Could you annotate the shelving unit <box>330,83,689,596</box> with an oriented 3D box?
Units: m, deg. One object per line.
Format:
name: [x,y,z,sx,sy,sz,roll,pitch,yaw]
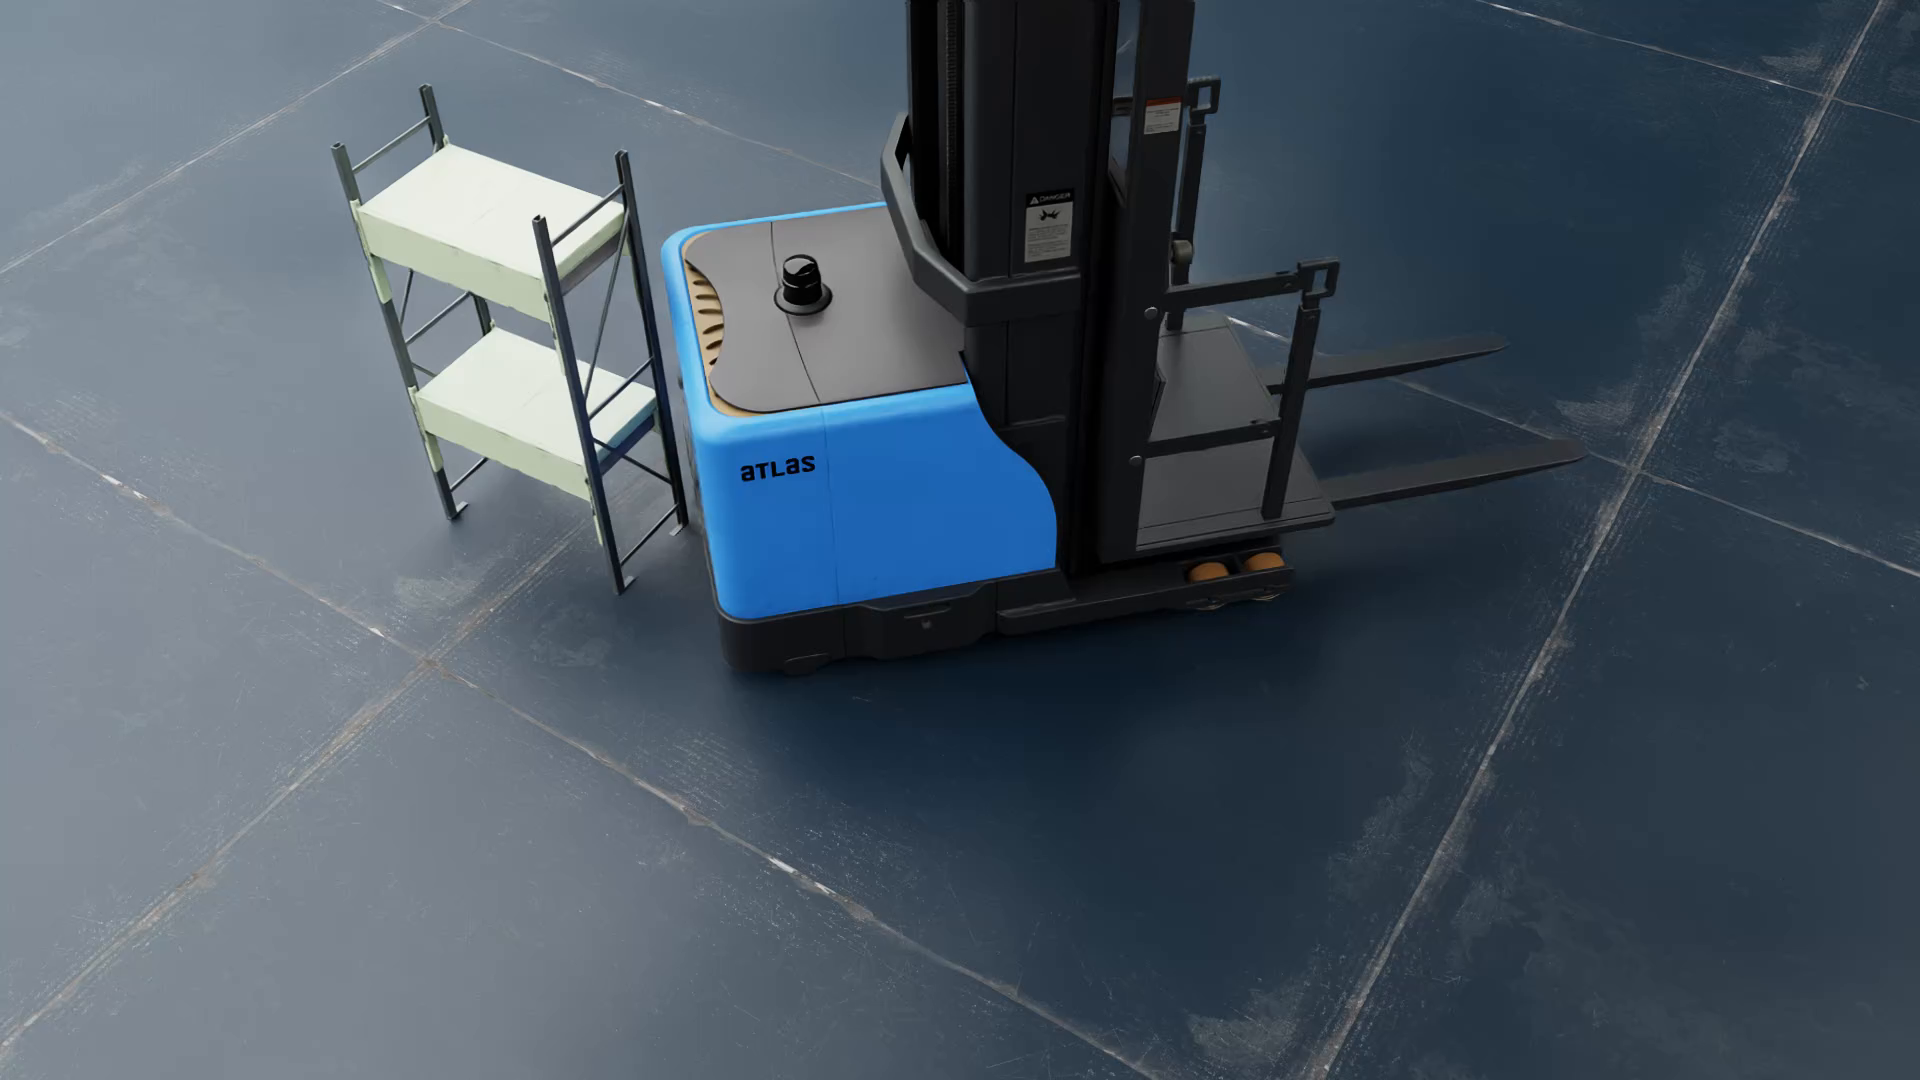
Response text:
shelving unit: [-1.373,-0.592,5.280,0.755,1.500,0.431,22,50,20]

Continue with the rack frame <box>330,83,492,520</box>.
rack frame: [-1.692,-0.721,5.405,0.023,1.500,0.400,22,50,20]

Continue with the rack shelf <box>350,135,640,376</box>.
rack shelf: [-1.373,-0.864,5.000,0.720,0.370,0.431,22,50,20]

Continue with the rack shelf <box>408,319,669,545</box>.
rack shelf: [-1.373,-0.365,5.514,0.720,0.370,0.431,22,50,20]

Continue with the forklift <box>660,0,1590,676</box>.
forklift: [0.624,-1.149,4.823,3.031,2.935,1.130,-10,47,-9]

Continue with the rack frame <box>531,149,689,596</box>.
rack frame: [-1.053,-0.464,5.155,0.023,1.500,0.400,22,50,20]
